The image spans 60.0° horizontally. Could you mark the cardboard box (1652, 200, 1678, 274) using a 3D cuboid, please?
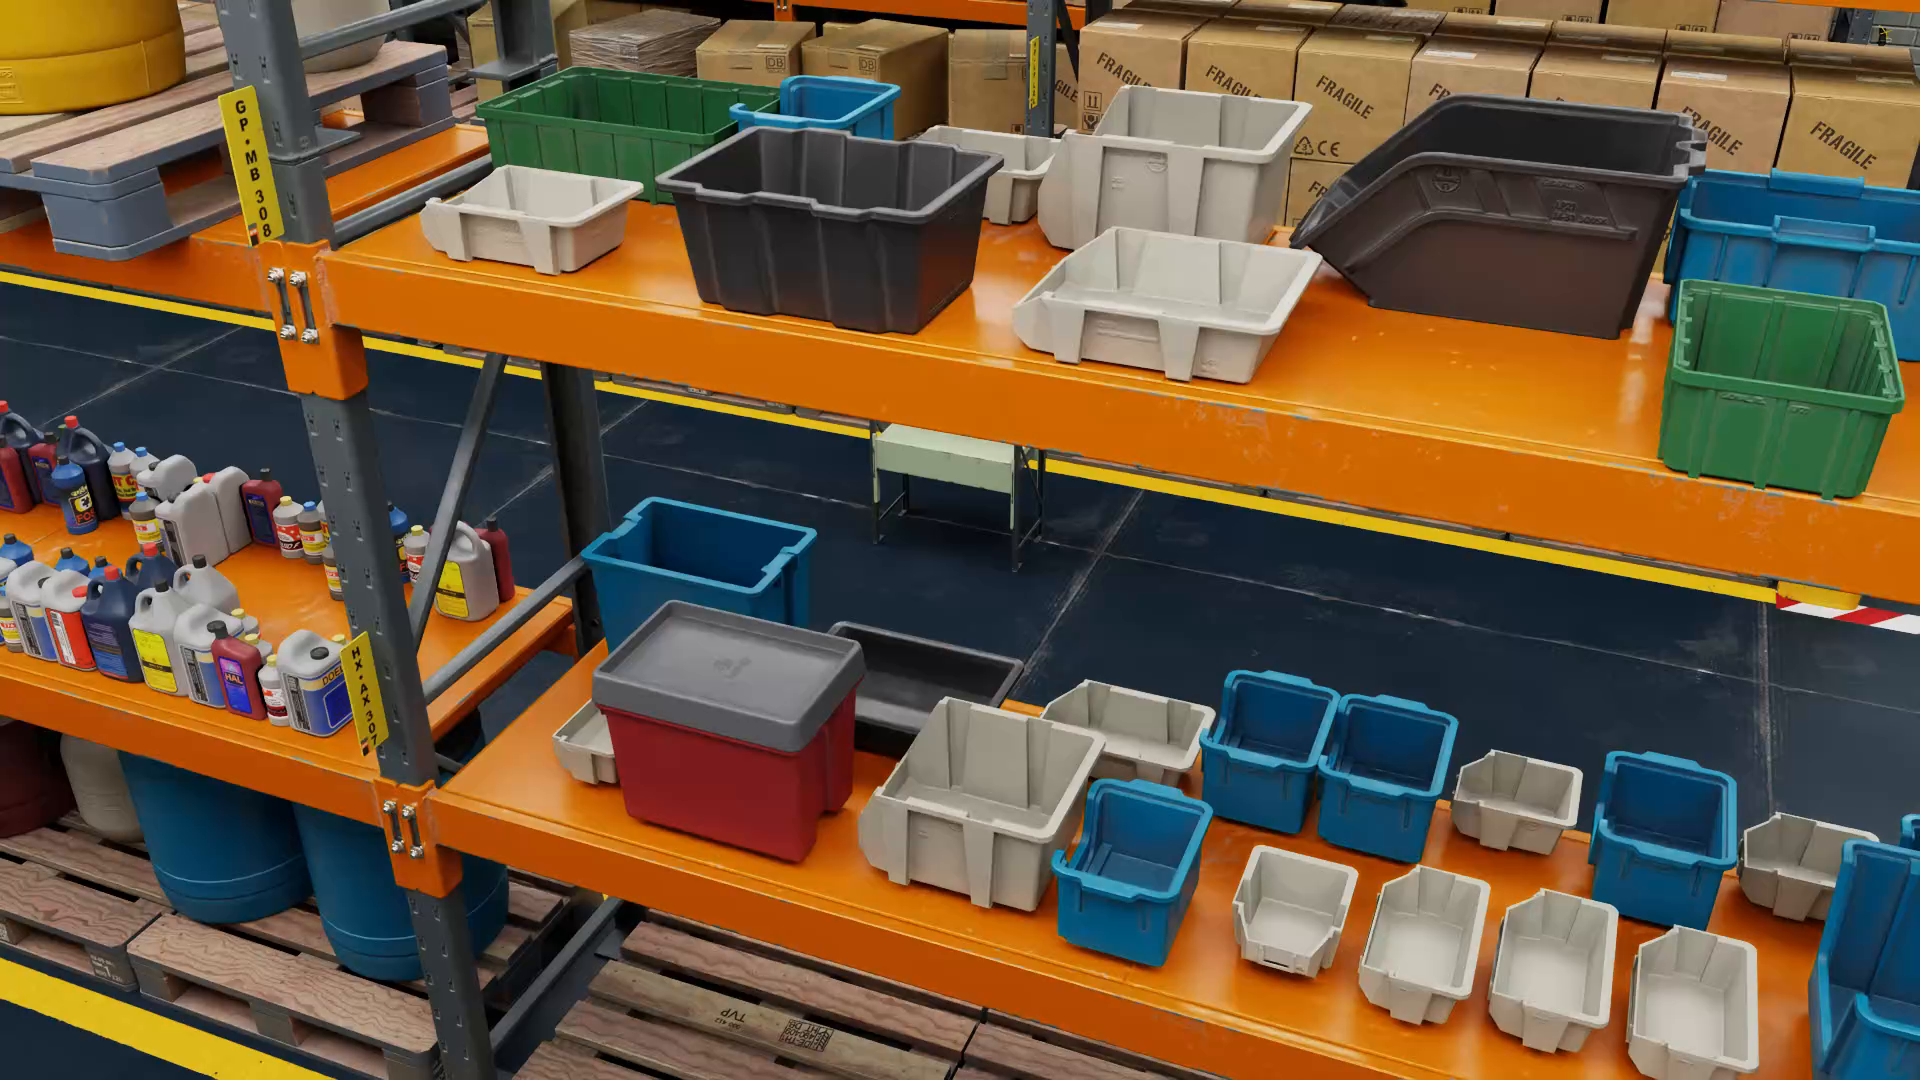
[{"bbox_3d":[3.269,-1.351,7.491,0.500,0.500,0.500,12,31,20],"label":"cardboard box"}]

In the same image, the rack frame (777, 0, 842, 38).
[{"bbox_3d":[-1.285,-4.994,14.037,0.127,3.000,1.000,11,31,19],"label":"rack frame"}]

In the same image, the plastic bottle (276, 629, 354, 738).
[{"bbox_3d":[-1.790,0.391,4.635,0.135,0.276,0.152,11,31,19],"label":"plastic bottle"}]

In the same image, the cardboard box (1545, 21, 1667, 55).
[{"bbox_3d":[3.008,-2.124,7.842,0.500,0.500,0.500,12,32,20],"label":"cardboard box"}]

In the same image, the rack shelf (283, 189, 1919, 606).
[{"bbox_3d":[0.550,-0.360,3.521,4.000,0.370,1.077,11,31,19],"label":"rack shelf"}]

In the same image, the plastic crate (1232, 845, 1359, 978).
[{"bbox_3d":[0.767,0.876,3.858,0.250,0.136,0.298,11,31,19],"label":"plastic crate"}]

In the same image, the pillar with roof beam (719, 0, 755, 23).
[{"bbox_3d":[-3.783,-6.278,10.212,0.400,9.000,9.100,11,31,19],"label":"pillar with roof beam"}]

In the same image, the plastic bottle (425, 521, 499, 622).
[{"bbox_3d":[-1.545,0.064,5.138,0.185,0.351,0.144,11,31,19],"label":"plastic bottle"}]

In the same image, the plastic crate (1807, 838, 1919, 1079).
[{"bbox_3d":[2.022,0.985,3.363,0.499,0.435,0.616,11,31,19],"label":"plastic crate"}]

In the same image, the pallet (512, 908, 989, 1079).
[{"bbox_3d":[-0.608,1.595,5.213,1.213,0.211,1.003,11,31,19],"label":"pallet"}]

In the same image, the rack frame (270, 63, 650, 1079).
[{"bbox_3d":[-1.304,0.263,4.736,0.127,3.000,1.000,11,31,19],"label":"rack frame"}]

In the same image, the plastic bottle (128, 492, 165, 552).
[{"bbox_3d":[-2.692,-0.064,5.516,0.097,0.201,0.097,0,29,0],"label":"plastic bottle"}]

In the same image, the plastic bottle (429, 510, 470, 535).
[{"bbox_3d":[-1.607,0.027,5.273,0.133,0.283,0.061,11,31,19],"label":"plastic bottle"}]

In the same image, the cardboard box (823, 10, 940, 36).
[{"bbox_3d":[-0.653,-4.045,14.117,0.750,0.750,0.750,11,31,18],"label":"cardboard box"}]

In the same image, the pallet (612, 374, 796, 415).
[{"bbox_3d":[-1.340,-1.139,10.051,1.213,0.211,1.003,11,31,19],"label":"pallet"}]

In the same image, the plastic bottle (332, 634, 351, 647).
[{"bbox_3d":[-1.761,0.364,4.760,0.097,0.201,0.097,0,29,0],"label":"plastic bottle"}]

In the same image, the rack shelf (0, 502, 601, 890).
[{"bbox_3d":[-3.157,0.206,5.568,4.000,0.370,1.077,11,31,19],"label":"rack shelf"}]

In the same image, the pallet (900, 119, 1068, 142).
[{"bbox_3d":[-0.137,-2.109,9.128,1.213,0.211,1.003,11,31,19],"label":"pallet"}]

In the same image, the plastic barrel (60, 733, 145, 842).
[{"bbox_3d":[-2.947,0.779,5.926,0.421,0.512,0.421,0,29,0],"label":"plastic barrel"}]

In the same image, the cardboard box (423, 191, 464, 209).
[{"bbox_3d":[-3.519,-2.196,10.884,0.500,0.311,0.500,12,32,21],"label":"cardboard box"}]

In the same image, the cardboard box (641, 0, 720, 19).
[{"bbox_3d":[-2.477,-4.667,14.790,0.500,0.250,0.500,12,32,20],"label":"cardboard box"}]

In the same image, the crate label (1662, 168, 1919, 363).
[{"bbox_3d":[1.669,-0.556,3.288,0.502,0.251,0.408,11,31,19],"label":"crate label"}]

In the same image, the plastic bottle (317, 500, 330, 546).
[{"bbox_3d":[-2.026,-0.042,5.407,0.097,0.271,0.097,0,29,0],"label":"plastic bottle"}]

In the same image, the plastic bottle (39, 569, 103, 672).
[{"bbox_3d":[-2.596,0.231,4.920,0.135,0.276,0.152,11,31,19],"label":"plastic bottle"}]

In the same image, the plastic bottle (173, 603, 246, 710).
[{"bbox_3d":[-2.129,0.324,4.755,0.135,0.276,0.152,11,31,19],"label":"plastic bottle"}]

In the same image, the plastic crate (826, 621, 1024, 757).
[{"bbox_3d":[-0.165,0.441,4.640,0.590,0.125,0.437,11,31,19],"label":"plastic crate"}]

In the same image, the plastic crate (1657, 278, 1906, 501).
[{"bbox_3d":[1.382,-0.263,2.834,0.336,0.188,0.450,11,31,19],"label":"plastic crate"}]

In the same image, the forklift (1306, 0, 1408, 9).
[{"bbox_3d":[1.958,-2.990,10.560,3.031,2.935,1.130,20,35,31],"label":"forklift"}]

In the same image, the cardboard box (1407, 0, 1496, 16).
[{"bbox_3d":[3.592,-4.139,12.220,0.700,0.700,0.980,10,31,18],"label":"cardboard box"}]

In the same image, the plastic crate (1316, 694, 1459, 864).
[{"bbox_3d":[1.078,0.610,4.231,0.300,0.233,0.416,11,31,19],"label":"plastic crate"}]

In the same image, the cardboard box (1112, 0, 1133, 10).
[{"bbox_3d":[1.269,-4.213,12.891,0.250,0.149,0.380,11,31,19],"label":"cardboard box"}]

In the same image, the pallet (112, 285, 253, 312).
[{"bbox_3d":[-5.019,-1.917,11.428,1.213,0.211,1.003,11,31,19],"label":"pallet"}]

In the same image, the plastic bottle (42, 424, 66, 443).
[{"bbox_3d":[-3.121,-0.276,5.808,0.133,0.283,0.061,11,31,19],"label":"plastic bottle"}]

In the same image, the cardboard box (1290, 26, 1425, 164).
[{"bbox_3d":[1.847,-2.068,7.742,0.500,0.500,0.500,10,31,18],"label":"cardboard box"}]

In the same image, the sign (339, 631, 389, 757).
[{"bbox_3d":[-1.512,0.393,4.225,0.005,0.325,0.100,11,31,19],"label":"sign"}]

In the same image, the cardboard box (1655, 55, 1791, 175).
[{"bbox_3d":[3.284,-1.784,7.240,0.500,0.500,0.500,12,32,20],"label":"cardboard box"}]

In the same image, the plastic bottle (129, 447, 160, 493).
[{"bbox_3d":[-2.759,-0.188,5.666,0.097,0.271,0.097,0,29,0],"label":"plastic bottle"}]

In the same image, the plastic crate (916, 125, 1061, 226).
[{"bbox_3d":[0.018,-0.866,3.954,0.466,0.136,0.293,11,31,19],"label":"plastic crate"}]

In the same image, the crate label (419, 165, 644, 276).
[{"bbox_3d":[-0.959,-0.706,3.670,0.466,0.136,0.293,11,31,19],"label":"crate label"}]

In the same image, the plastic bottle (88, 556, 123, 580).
[{"bbox_3d":[-2.567,0.172,5.028,0.097,0.271,0.097,0,29,0],"label":"plastic bottle"}]

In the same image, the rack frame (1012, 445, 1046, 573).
[{"bbox_3d":[0.333,-0.586,7.763,0.023,1.500,0.400,11,31,19],"label":"rack frame"}]

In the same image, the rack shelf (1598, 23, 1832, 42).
[{"bbox_3d":[4.274,-3.571,12.251,4.000,0.370,1.077,11,31,19],"label":"rack shelf"}]

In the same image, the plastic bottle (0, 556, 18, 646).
[{"bbox_3d":[-2.936,0.163,5.040,0.135,0.276,0.152,11,31,19],"label":"plastic bottle"}]

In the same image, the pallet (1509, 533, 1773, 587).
[{"bbox_3d":[3.459,-0.202,8.393,1.213,0.211,1.003,11,31,19],"label":"pallet"}]

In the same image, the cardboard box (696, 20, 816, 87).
[{"bbox_3d":[-1.098,-2.520,9.131,0.500,0.500,0.700,4,30,6],"label":"cardboard box"}]

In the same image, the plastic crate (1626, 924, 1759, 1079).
[{"bbox_3d":[1.579,1.023,3.598,0.243,0.136,0.396,11,31,19],"label":"plastic crate"}]

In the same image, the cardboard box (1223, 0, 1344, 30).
[{"bbox_3d":[1.604,-2.405,8.338,0.500,0.500,0.500,11,31,18],"label":"cardboard box"}]

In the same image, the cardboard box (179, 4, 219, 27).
[{"bbox_3d":[-4.705,-3.081,10.552,0.500,0.500,0.500,10,31,16],"label":"cardboard box"}]

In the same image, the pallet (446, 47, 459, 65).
[{"bbox_3d":[-5.628,-4.628,16.224,1.213,0.211,1.003,11,31,19],"label":"pallet"}]

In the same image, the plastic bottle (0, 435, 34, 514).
[{"bbox_3d":[-3.299,-0.235,5.735,0.133,0.283,0.061,11,31,19],"label":"plastic bottle"}]

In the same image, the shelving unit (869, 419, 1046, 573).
[{"bbox_3d":[-0.006,-0.654,7.883,0.755,1.500,0.431,11,31,19],"label":"shelving unit"}]

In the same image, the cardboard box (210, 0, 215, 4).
[{"bbox_3d":[-6.902,-5.145,16.397,0.500,0.500,0.700,9,31,16],"label":"cardboard box"}]

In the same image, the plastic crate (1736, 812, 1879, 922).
[{"bbox_3d":[2.032,0.799,3.995,0.298,0.136,0.250,11,31,19],"label":"plastic crate"}]

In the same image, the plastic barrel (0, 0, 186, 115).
[{"bbox_3d":[-2.226,-1.384,3.984,0.600,0.588,0.600,0,29,0],"label":"plastic barrel"}]

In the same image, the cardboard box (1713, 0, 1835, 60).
[{"bbox_3d":[5.651,-3.735,11.504,0.700,0.700,0.980,13,32,21],"label":"cardboard box"}]
